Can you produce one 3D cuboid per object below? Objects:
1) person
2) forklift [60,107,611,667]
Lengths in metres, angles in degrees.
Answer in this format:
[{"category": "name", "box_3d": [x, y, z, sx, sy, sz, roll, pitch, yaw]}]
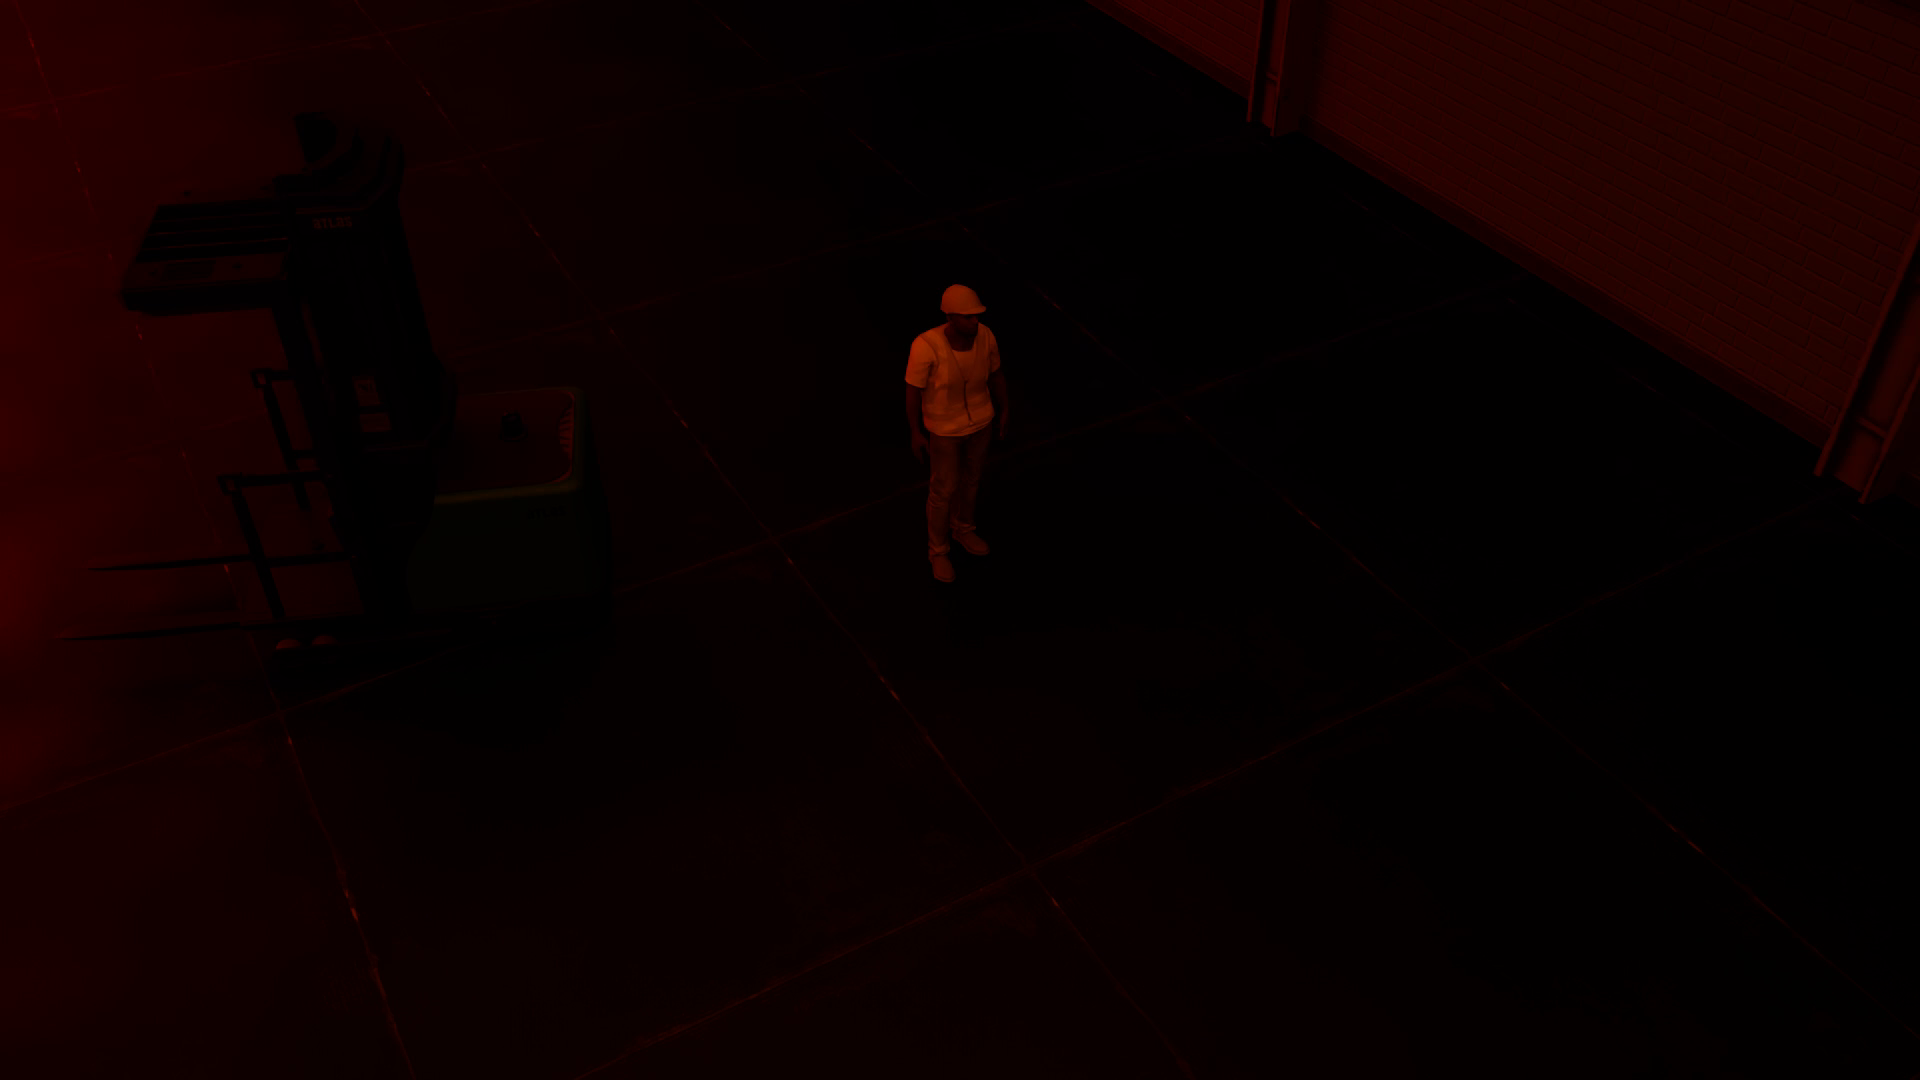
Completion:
[{"category": "person", "box_3d": [0.030, -0.645, 9.715, 0.665, 1.768, 0.575, -20, 44, -23]}, {"category": "forklift", "box_3d": [-3.605, -0.767, 8.960, 3.031, 2.935, 1.130, -6, 40, -7]}]
